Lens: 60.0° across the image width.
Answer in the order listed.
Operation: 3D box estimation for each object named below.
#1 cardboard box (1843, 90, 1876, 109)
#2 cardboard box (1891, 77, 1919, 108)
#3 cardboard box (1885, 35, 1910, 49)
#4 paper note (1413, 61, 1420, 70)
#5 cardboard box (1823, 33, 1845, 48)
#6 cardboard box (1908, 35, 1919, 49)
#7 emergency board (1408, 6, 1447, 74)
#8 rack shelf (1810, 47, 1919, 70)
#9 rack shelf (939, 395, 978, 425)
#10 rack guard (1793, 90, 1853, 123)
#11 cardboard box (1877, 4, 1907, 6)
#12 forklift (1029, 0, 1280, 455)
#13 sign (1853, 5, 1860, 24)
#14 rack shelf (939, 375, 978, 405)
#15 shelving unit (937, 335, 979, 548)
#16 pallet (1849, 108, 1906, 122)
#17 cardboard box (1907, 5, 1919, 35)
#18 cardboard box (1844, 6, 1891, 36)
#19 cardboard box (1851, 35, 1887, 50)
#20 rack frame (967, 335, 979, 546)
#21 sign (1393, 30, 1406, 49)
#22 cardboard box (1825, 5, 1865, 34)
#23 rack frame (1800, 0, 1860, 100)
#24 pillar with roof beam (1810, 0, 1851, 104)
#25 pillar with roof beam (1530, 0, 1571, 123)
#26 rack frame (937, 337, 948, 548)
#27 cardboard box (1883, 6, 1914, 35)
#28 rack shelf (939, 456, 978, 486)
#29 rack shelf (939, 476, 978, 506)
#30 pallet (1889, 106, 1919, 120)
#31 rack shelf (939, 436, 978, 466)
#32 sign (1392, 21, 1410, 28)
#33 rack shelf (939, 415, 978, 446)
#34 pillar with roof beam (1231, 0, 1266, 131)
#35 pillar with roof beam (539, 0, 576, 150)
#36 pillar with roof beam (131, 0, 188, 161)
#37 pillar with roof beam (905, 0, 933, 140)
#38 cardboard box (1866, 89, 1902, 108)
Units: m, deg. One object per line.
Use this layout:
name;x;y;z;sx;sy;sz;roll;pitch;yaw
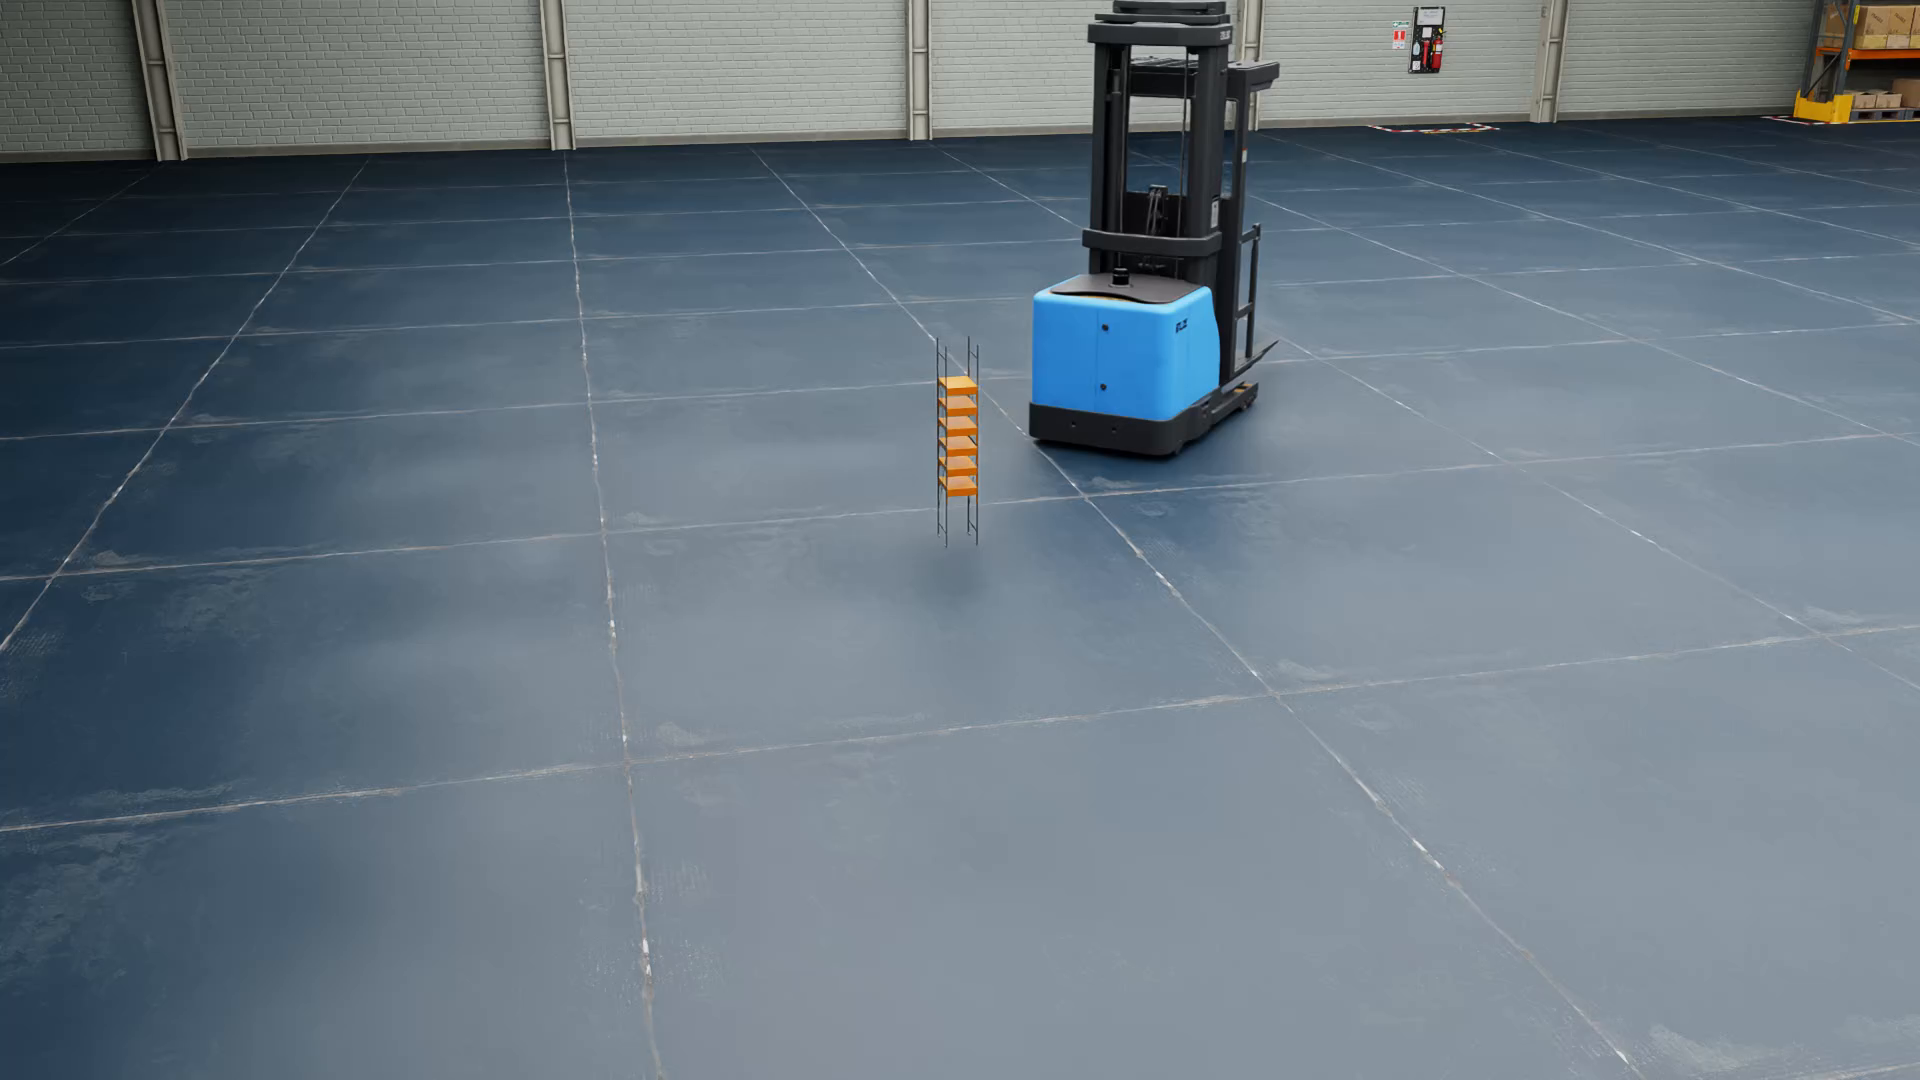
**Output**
cardboard box;17.027;-8.392;31.631;0.500;0.311;0.500;-7;21;-19
cardboard box;18.307;-8.567;31.835;0.500;0.500;0.700;-6;21;-16
cardboard box;17.383;-9.340;31.140;0.500;0.250;0.500;-5;21;-14
paper note;8.374;-8.706;30.500;0.142;0.148;0.016;-5;21;-12
cardboard box;16.743;-9.464;31.478;0.500;0.250;0.500;-4;21;-12
cardboard box;17.880;-9.378;31.245;0.500;0.250;0.500;-5;21;-13
emergency board;8.562;-9.110;30.323;0.643;1.169;0.194;-5;21;-12
rack shelf;18.279;-9.243;31.733;4.000;0.370;1.077;-5;21;-12
rack shelf;-0.014;-0.746;9.538;0.180;0.103;0.258;-5;21;-12
rack guard;16.407;-8.255;31.624;0.348;0.500;1.175;-5;21;-12
cardboard box;17.737;-9.901;31.582;0.500;0.500;0.500;-5;21;-14
forklift;1.612;-2.408;12.127;1.130;2.935;3.031;10;22;26
sign;16.458;-9.648;30.533;0.005;0.325;0.100;-5;21;-12
rack shelf;-0.014;-0.859;9.497;0.180;0.103;0.258;-5;21;-12
shelving unit;-0.014;-0.562;9.605;0.189;1.200;0.258;-5;21;-12
pallet;17.206;-8.172;31.817;1.213;0.211;1.003;-5;21;-12
cardboard box;17.854;-9.726;31.103;0.500;0.500;0.500;-5;21;-14
cardboard box;16.867;-9.651;30.899;0.500;0.500;0.500;-5;21;-12
cardboard box;16.881;-9.294;31.015;0.500;0.250;0.500;-5;21;-14
rack frame;0.075;-0.569;9.625;0.006;1.200;0.240;-5;21;-12
sign;8.001;-9.118;30.292;0.234;0.329;0.001;-5;21;-12
cardboard box;16.743;-9.822;31.367;0.500;0.500;0.500;-5;21;-13
rack frame;16.333;-9.423;31.177;0.127;3.000;1.000;-5;21;-12
pillar with roof beam;17.806;-11.144;27.153;0.400;9.000;9.100;-5;21;-12
pillar with roof beam;11.967;-10.669;25.857;0.400;9.000;9.100;-5;21;-12
rack frame;-0.103;-0.555;9.585;0.006;1.200;0.240;-5;21;-12
cardboard box;17.350;-9.687;30.997;0.500;0.500;0.500;-5;21;-12
rack shelf;-0.014;-0.408;9.662;0.180;0.103;0.258;-5;21;-12
rack shelf;-0.014;-0.295;9.703;0.180;0.103;0.258;-5;21;-12
pallet;18.391;-8.267;32.077;1.213;0.211;1.003;-5;21;-12
rack shelf;-0.014;-0.521;9.620;0.180;0.103;0.258;-5;21;-12
sign;8.007;-9.364;30.194;0.331;0.109;0.001;-5;21;-12
rack shelf;-0.014;-0.633;9.579;0.180;0.103;0.258;-5;21;-12
pillar with roof beam;6.128;-10.194;24.560;0.400;9.000;9.100;-5;21;-12
pillar with roof beam;-5.550;-9.244;21.968;0.400;9.000;9.100;-5;21;-12
pillar with roof beam;-11.389;-8.769;20.671;0.400;9.000;9.100;-5;21;-12
pillar with roof beam;0.289;-9.719;23.264;0.400;9.000;9.100;-5;21;-12
cardboard box;17.582;-8.437;31.755;0.500;0.311;0.500;-3;20;-8
